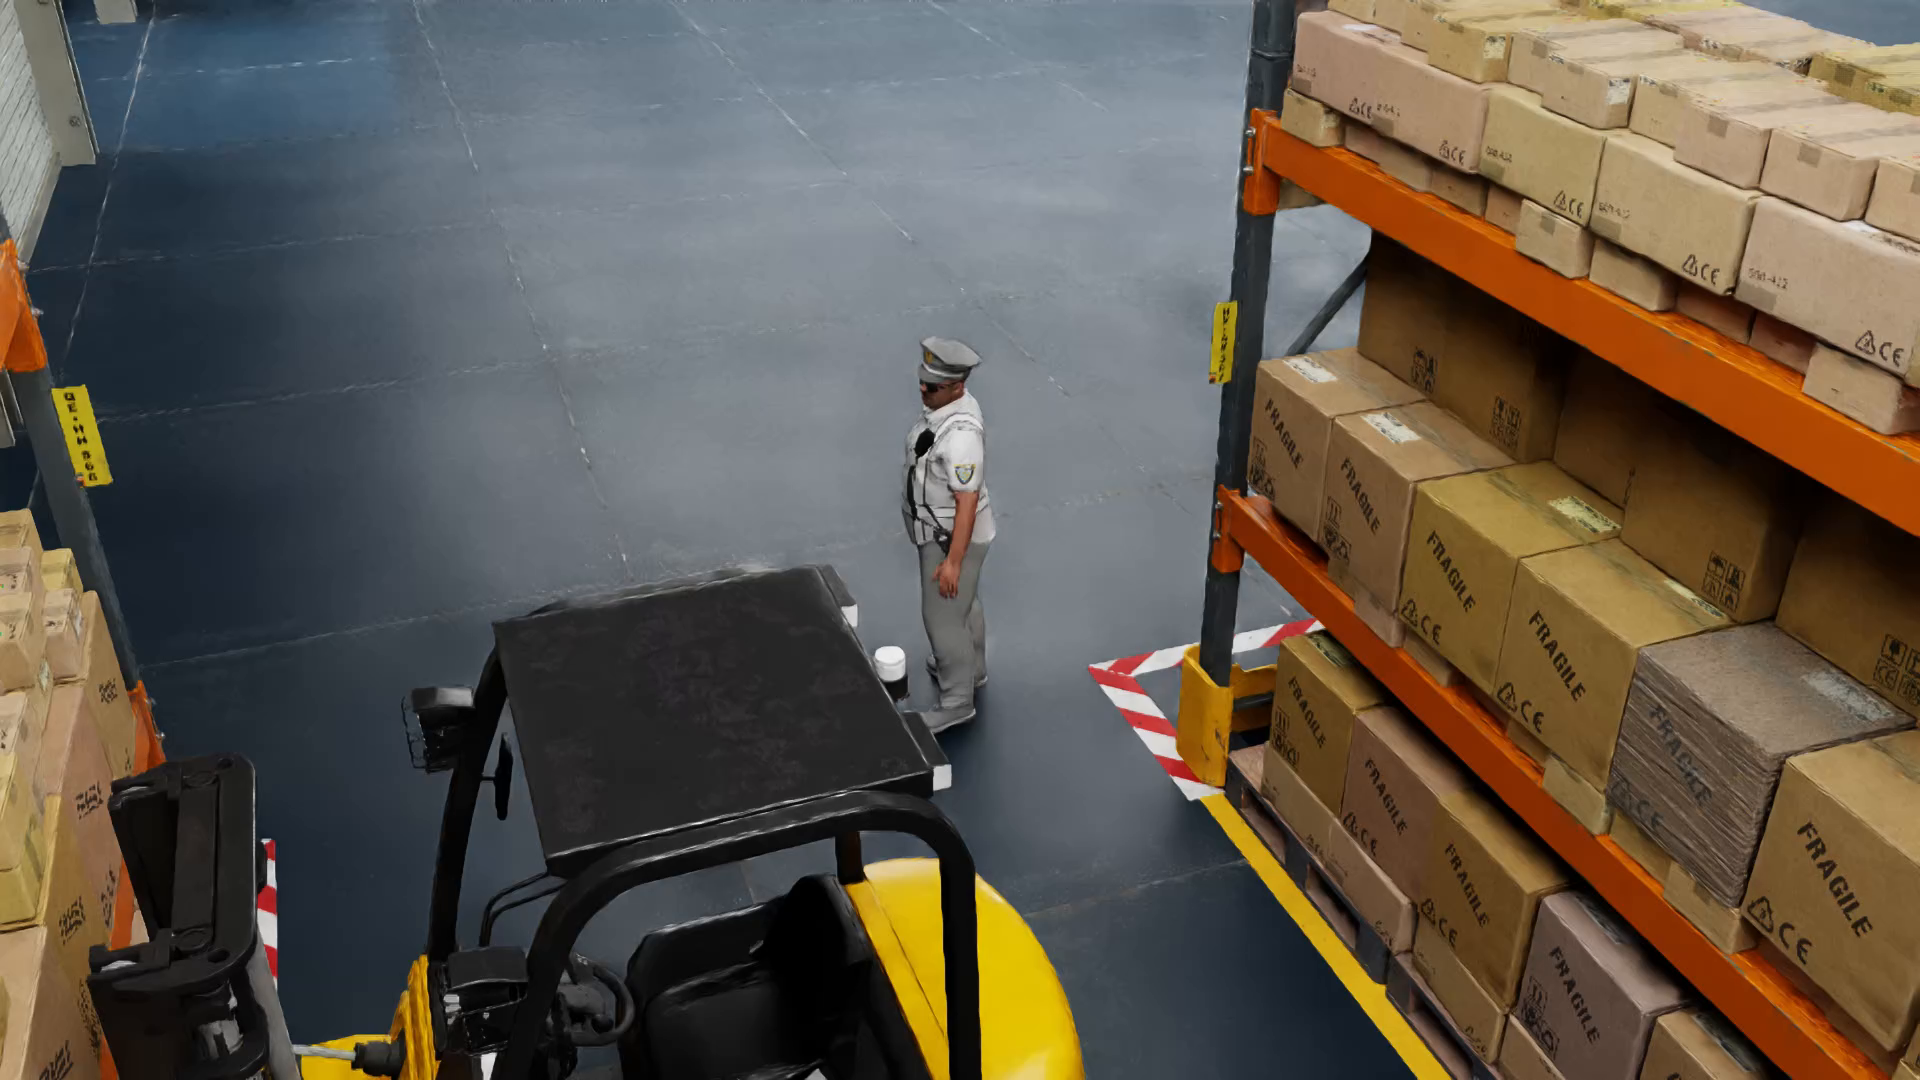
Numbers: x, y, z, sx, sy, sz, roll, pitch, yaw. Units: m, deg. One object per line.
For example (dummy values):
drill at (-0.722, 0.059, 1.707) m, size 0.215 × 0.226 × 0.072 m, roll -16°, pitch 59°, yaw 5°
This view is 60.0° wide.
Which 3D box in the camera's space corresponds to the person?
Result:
person at (-0.055, -0.033, 7.133) m, size 0.406 × 1.772 × 0.622 m, roll -1°, pitch 30°, yaw -2°
